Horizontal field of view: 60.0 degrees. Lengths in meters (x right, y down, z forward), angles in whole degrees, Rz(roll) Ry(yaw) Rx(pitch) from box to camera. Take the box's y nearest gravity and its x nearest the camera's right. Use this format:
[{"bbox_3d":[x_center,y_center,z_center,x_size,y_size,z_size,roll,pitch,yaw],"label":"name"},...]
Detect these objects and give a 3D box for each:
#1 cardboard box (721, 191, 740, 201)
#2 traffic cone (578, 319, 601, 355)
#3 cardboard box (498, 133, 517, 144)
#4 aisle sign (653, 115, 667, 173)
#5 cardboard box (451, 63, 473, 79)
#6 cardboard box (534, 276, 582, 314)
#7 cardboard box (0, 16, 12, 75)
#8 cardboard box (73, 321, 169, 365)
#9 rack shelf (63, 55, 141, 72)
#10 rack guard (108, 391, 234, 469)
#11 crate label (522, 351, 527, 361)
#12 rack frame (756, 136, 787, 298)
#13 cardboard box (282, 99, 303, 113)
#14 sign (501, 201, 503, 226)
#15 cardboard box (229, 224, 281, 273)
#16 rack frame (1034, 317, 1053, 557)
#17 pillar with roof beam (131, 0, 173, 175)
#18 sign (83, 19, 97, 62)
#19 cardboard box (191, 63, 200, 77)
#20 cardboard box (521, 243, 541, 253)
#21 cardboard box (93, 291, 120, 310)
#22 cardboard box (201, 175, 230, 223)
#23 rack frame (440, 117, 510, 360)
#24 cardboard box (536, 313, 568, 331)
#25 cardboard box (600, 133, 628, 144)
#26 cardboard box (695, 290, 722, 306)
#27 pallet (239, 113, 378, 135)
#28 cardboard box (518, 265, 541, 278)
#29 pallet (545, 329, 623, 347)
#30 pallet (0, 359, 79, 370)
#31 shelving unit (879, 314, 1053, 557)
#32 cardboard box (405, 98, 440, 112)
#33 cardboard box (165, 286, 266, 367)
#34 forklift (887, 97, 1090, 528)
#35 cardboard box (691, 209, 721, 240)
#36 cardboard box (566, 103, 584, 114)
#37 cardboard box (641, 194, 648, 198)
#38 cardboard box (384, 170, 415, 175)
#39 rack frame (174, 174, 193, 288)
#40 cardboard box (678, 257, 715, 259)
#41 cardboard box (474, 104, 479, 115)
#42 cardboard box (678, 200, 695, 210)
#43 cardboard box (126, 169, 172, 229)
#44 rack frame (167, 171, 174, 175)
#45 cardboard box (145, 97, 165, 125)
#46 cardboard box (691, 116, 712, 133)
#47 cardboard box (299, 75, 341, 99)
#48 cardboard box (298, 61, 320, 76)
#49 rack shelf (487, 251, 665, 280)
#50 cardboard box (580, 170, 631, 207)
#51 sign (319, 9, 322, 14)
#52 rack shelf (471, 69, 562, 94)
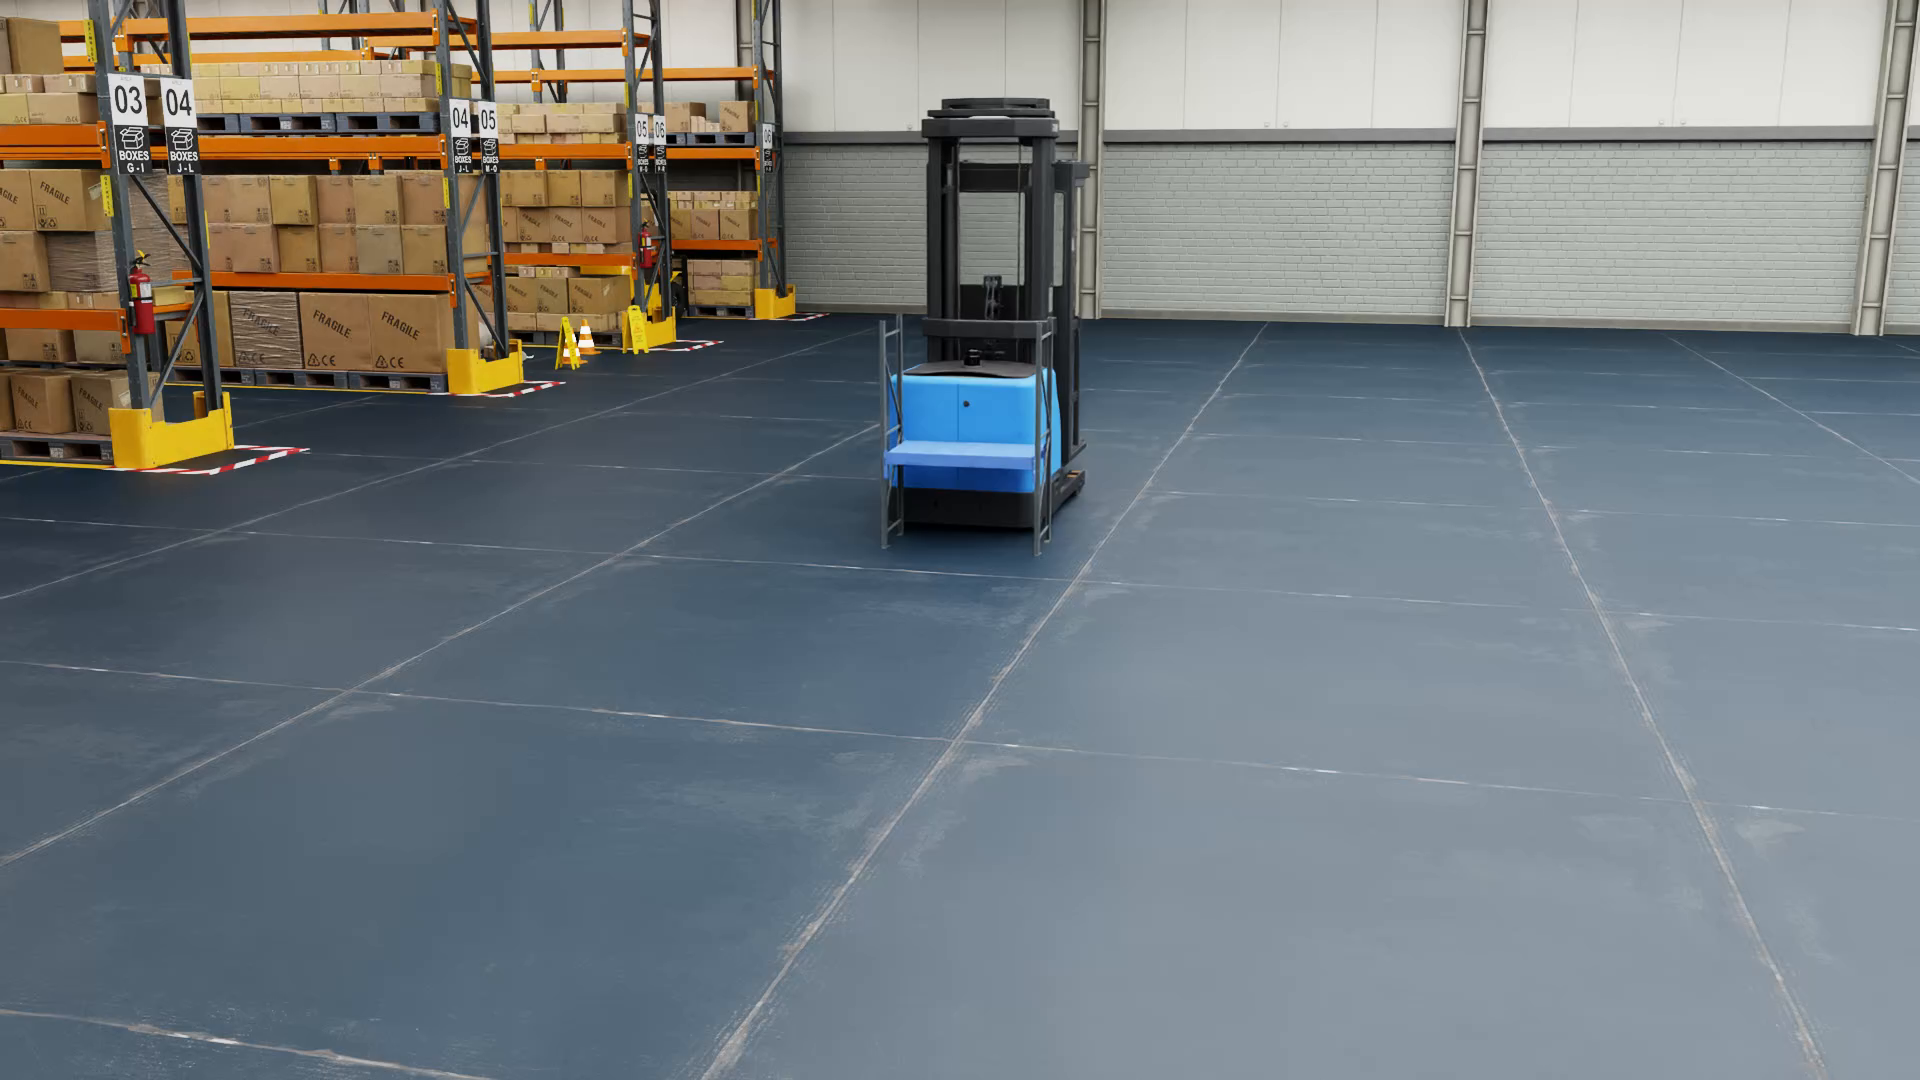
[{"bbox_3d":[-3.836,-5.801,28.039,0.250,0.149,0.380,3,13,14],"label":"cardboard box"},{"bbox_3d":[-5.103,-2.778,22.687,0.334,0.463,0.336,3,13,14],"label":"traffic cone"},{"bbox_3d":[-6.292,-5.637,23.372,0.250,0.149,0.380,3,13,13],"label":"cardboard box"},{"bbox_3d":[-4.242,-5.597,23.532,0.004,0.787,0.394,3,13,14],"label":"aisle sign"},{"bbox_3d":[-5.712,-5.288,18.758,0.250,0.149,0.380,3,13,14],"label":"cardboard box"},{"bbox_3d":[-5.724,-3.507,23.765,0.500,0.500,0.500,4,13,16],"label":"cardboard box"},{"bbox_3d":[-8.316,-4.111,13.842,0.500,0.500,0.500,3,13,14],"label":"cardboard box"},{"bbox_3d":[-9.972,-2.547,20.013,0.750,0.750,1.050,3,13,13],"label":"cardboard box"},{"bbox_3d":[-14.085,-7.167,25.345,4.000,0.370,1.077,3,13,14],"label":"rack shelf"},{"bbox_3d":[-6.824,-0.965,14.430,0.348,0.500,1.175,3,13,14],"label":"rack guard"},{"bbox_3d":[-5.817,-2.396,21.716,0.298,0.136,0.250,-4,13,-16],"label":"crate label"},{"bbox_3d":[-3.191,-5.310,28.240,0.127,3.000,1.000,3,13,14],"label":"rack frame"},{"bbox_3d":[-7.349,-4.840,18.579,0.250,0.149,0.380,3,13,14],"label":"cardboard box"},{"bbox_3d":[-5.325,-3.797,19.241,0.005,0.325,0.100,3,13,14],"label":"sign"},{"bbox_3d":[-7.951,-3.407,19.318,0.550,0.550,0.875,3,13,14],"label":"cardboard box"},{"bbox_3d":[0.543,-0.676,10.817,0.032,1.500,0.500,3,13,12],"label":"rack frame"},{"bbox_3d":[-16.333,-8.181,27.334,0.400,9.000,9.100,3,13,14],"label":"pillar with roof beam"},{"bbox_3d":[-6.903,-3.963,13.199,0.005,0.325,0.100,3,13,14],"label":"sign"},{"bbox_3d":[-8.582,-5.295,18.789,0.250,0.149,0.380,3,13,13],"label":"cardboard box"},{"bbox_3d":[-6.049,-4.169,23.679,0.250,0.149,0.380,3,13,13],"label":"cardboard box"},{"bbox_3d":[-7.077,-2.030,14.040,0.250,0.149,0.380,3,13,14],"label":"cardboard box"},{"bbox_3d":[-8.436,-3.997,19.484,0.550,0.550,0.875,3,13,14],"label":"cardboard box"},{"bbox_3d":[-5.464,-3.219,18.819,0.127,3.000,1.000,3,13,14],"label":"rack frame"},{"bbox_3d":[-5.727,-3.142,23.850,0.500,0.250,0.500,3,13,14],"label":"cardboard box"},{"bbox_3d":[-4.790,-5.567,23.055,0.250,0.149,0.380,3,13,14],"label":"cardboard box"},{"bbox_3d":[-4.203,-4.158,28.428,0.500,0.250,0.500,3,13,14],"label":"cardboard box"},{"bbox_3d":[-7.375,-4.740,18.951,1.213,0.211,1.003,3,13,14],"label":"pallet"},{"bbox_3d":[-6.088,-3.830,23.723,0.250,0.149,0.380,4,13,16],"label":"cardboard box"},{"bbox_3d":[-5.230,-2.958,24.078,1.213,0.211,1.003,3,13,14],"label":"pallet"},{"bbox_3d":[-11.303,-2.153,20.449,1.213,0.211,1.003,3,13,14],"label":"pallet"},{"bbox_3d":[0.046,-0.698,10.919,1.048,1.500,0.538,3,13,12],"label":"shelving unit"},{"bbox_3d":[-5.868,-4.761,18.222,0.250,0.149,0.380,3,13,13],"label":"cardboard box"},{"bbox_3d":[-8.754,-2.547,19.726,0.875,0.875,0.875,3,13,14],"label":"cardboard box"},{"bbox_3d":[0.354,-1.783,12.504,1.130,2.935,3.031,3,13,14],"label":"forklift"},{"bbox_3d":[-4.233,-5.358,28.226,0.500,0.500,0.500,3,13,15],"label":"cardboard box"},{"bbox_3d":[-5.269,-5.983,23.089,0.250,0.149,0.380,3,13,13],"label":"cardboard box"},{"bbox_3d":[-5.320,-5.890,28.439,0.250,0.149,0.380,3,13,14],"label":"cardboard box"},{"bbox_3d":[-7.885,-5.087,24.010,0.500,0.500,0.700,3,13,13],"label":"cardboard box"},{"bbox_3d":[-12.143,-4.681,25.406,0.127,3.000,1.000,3,13,14],"label":"rack frame"},{"bbox_3d":[-4.581,-4.778,28.916,0.500,0.250,0.500,3,13,13],"label":"cardboard box"},{"bbox_3d":[-6.755,-6.063,23.450,0.250,0.149,0.380,3,13,13],"label":"cardboard box"},{"bbox_3d":[-4.595,-5.687,28.211,0.250,0.149,0.380,3,13,12],"label":"cardboard box"},{"bbox_3d":[-7.219,-2.950,14.377,0.500,0.500,0.500,3,13,14],"label":"cardboard box"},{"bbox_3d":[-14.841,-5.932,31.047,0.127,3.000,1.000,3,13,14],"label":"rack frame"},{"bbox_3d":[-7.156,-3.652,14.191,0.500,0.250,0.500,3,13,15],"label":"cardboard box"},{"bbox_3d":[-4.314,-6.954,27.839,0.258,0.266,0.396,3,13,14],"label":"cardboard box"},{"bbox_3d":[-6.979,-5.029,18.508,0.500,0.250,0.500,3,13,13],"label":"cardboard box"},{"bbox_3d":[-7.107,-5.216,18.434,0.250,0.149,0.380,3,13,13],"label":"cardboard box"},{"bbox_3d":[-6.318,-4.018,24.080,4.000,0.370,1.077,3,13,14],"label":"rack shelf"},{"bbox_3d":[-4.925,-4.928,23.296,0.500,0.500,0.700,3,13,12],"label":"cardboard box"},{"bbox_3d":[-11.078,-9.034,28.835,0.005,0.325,0.100,3,13,14],"label":"sign"},{"bbox_3d":[-9.016,-8.003,29.115,4.000,0.370,1.077,3,13,14],"label":"rack shelf"}]
